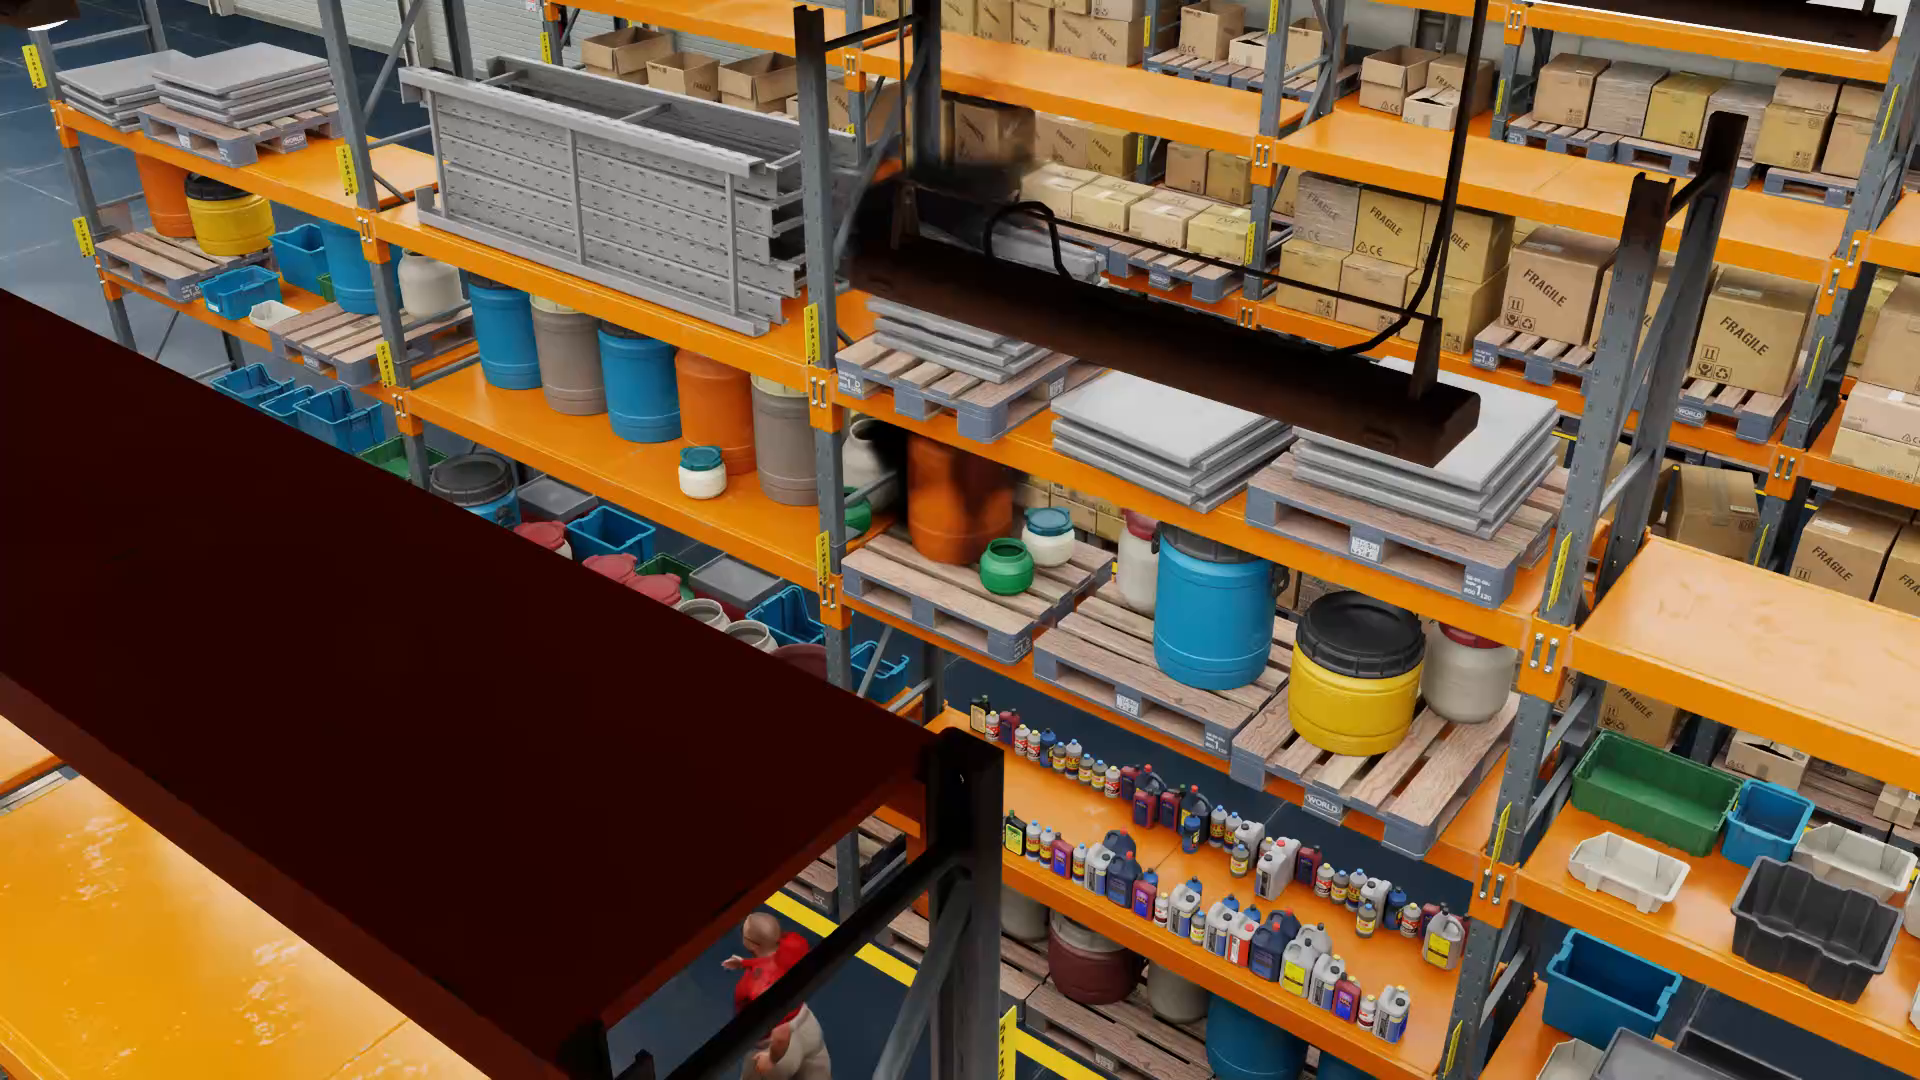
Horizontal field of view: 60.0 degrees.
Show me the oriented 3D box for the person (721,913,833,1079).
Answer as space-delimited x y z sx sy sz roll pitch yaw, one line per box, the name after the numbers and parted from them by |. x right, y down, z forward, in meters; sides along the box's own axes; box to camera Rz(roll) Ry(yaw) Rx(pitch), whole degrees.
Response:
-0.928 2.651 8.725 0.863 1.782 0.608 19 36 28 | person
